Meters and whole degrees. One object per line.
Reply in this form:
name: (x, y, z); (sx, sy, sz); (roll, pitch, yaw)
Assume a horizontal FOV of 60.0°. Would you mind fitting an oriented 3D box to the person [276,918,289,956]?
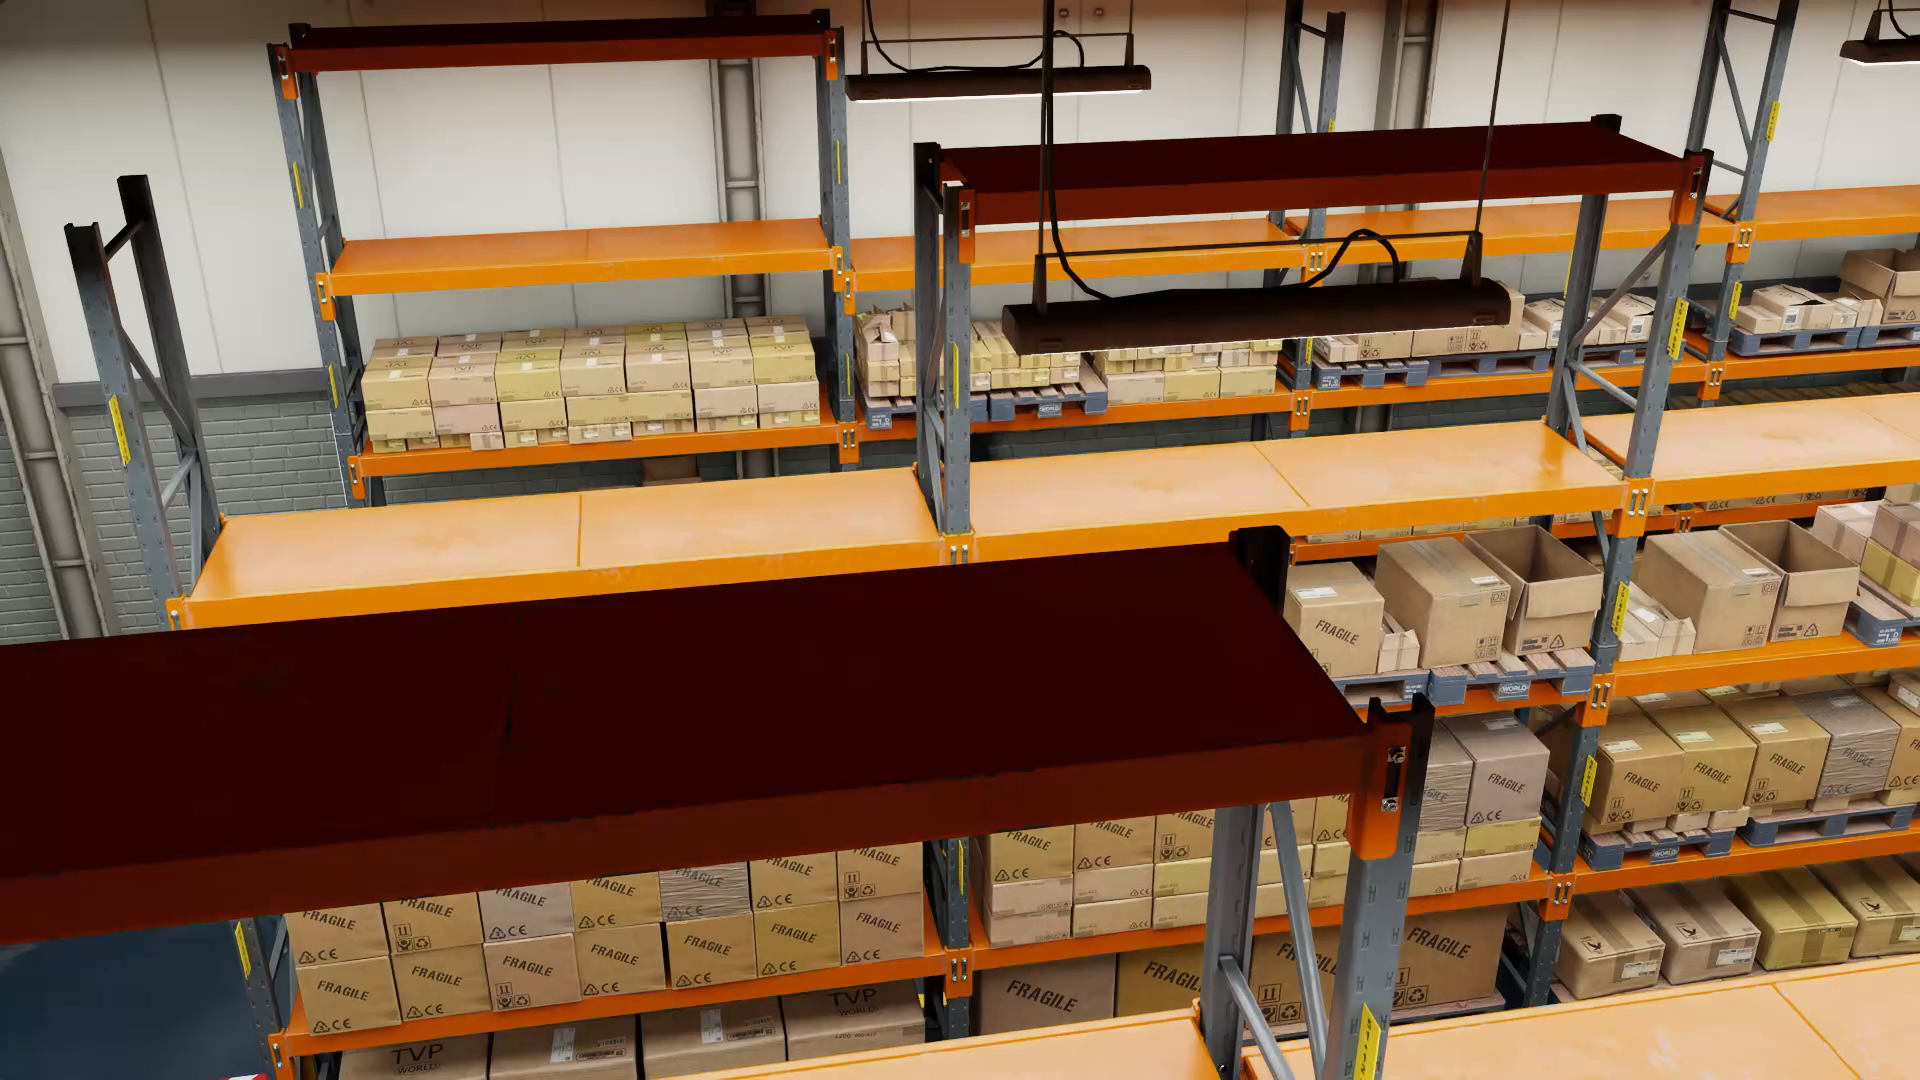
person: (-4.350, 2.481, 11.268); (0.577, 1.684, 0.686); (-22, 33, -37)
